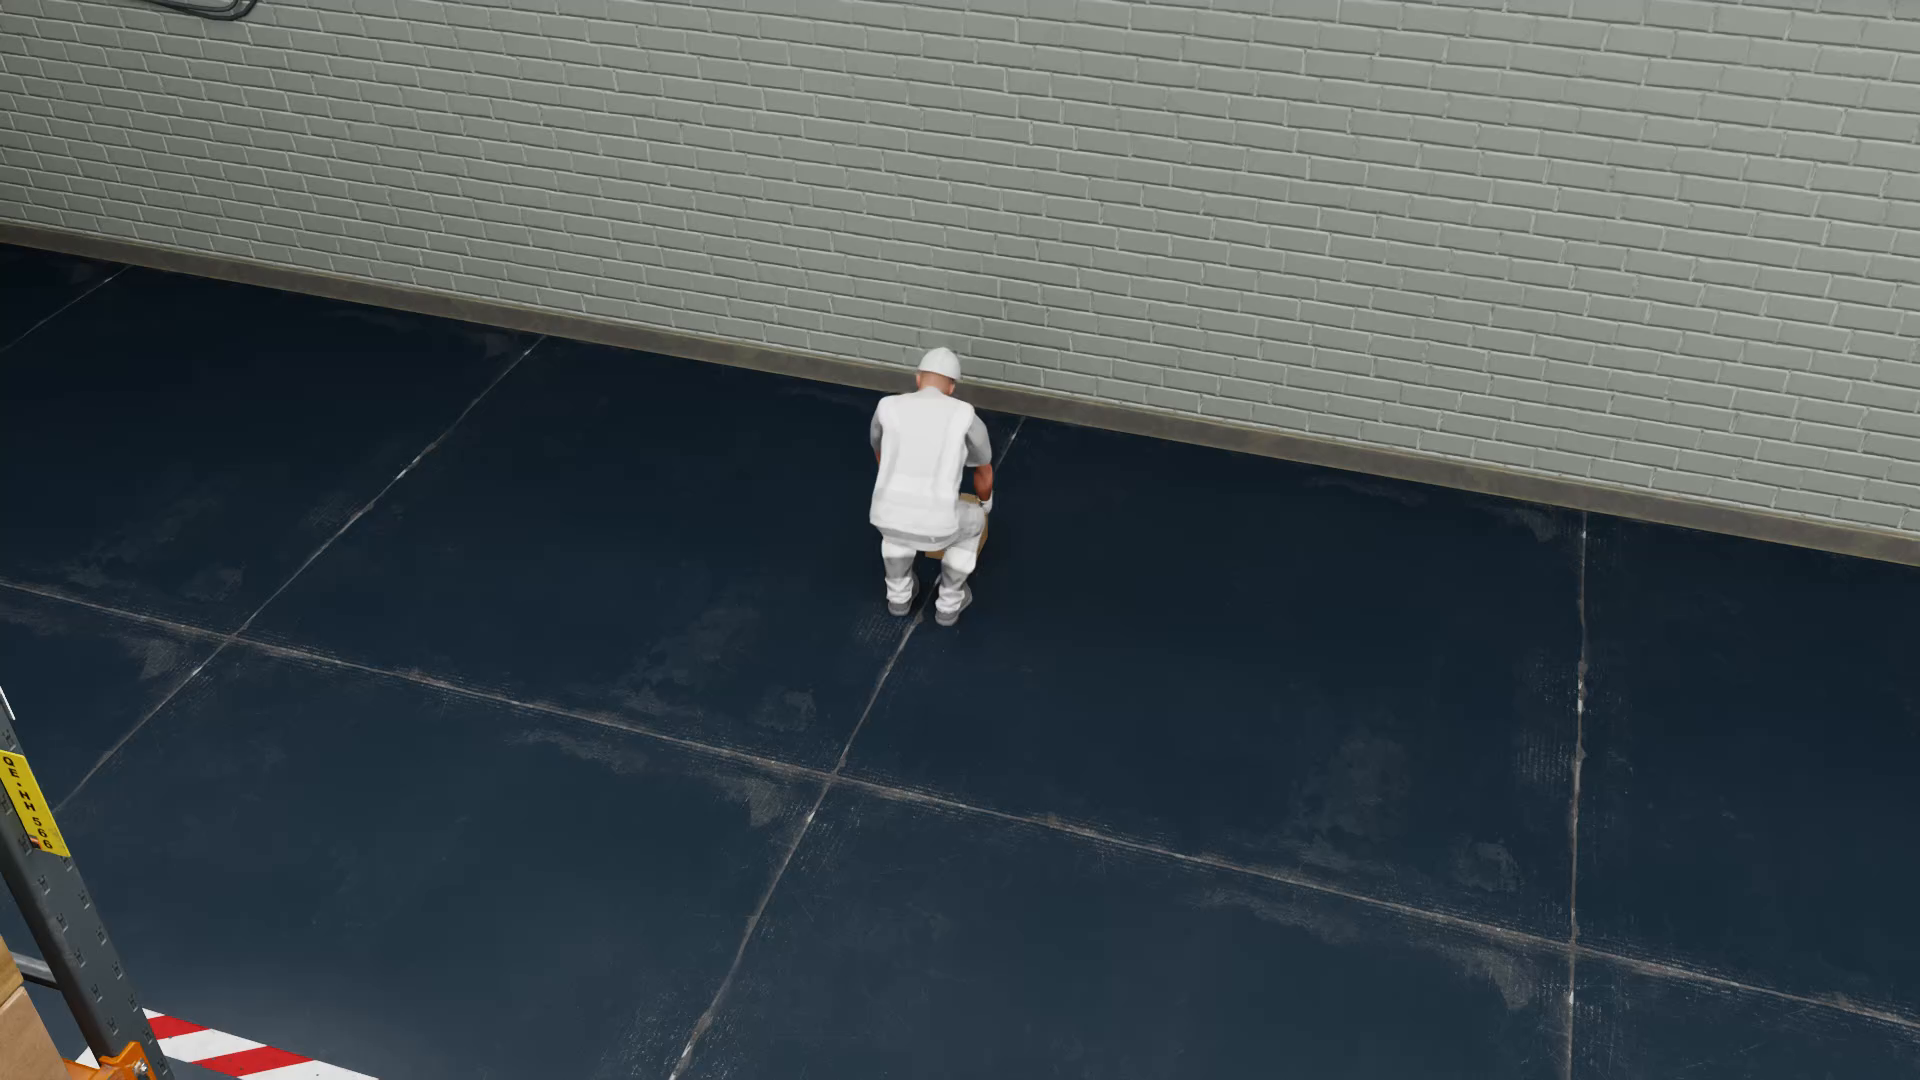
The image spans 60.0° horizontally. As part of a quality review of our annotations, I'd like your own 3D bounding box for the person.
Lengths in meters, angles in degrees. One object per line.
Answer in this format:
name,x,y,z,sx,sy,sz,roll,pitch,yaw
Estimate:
person,-0.167,-0.222,7.688,0.585,1.172,0.852,11,38,14
